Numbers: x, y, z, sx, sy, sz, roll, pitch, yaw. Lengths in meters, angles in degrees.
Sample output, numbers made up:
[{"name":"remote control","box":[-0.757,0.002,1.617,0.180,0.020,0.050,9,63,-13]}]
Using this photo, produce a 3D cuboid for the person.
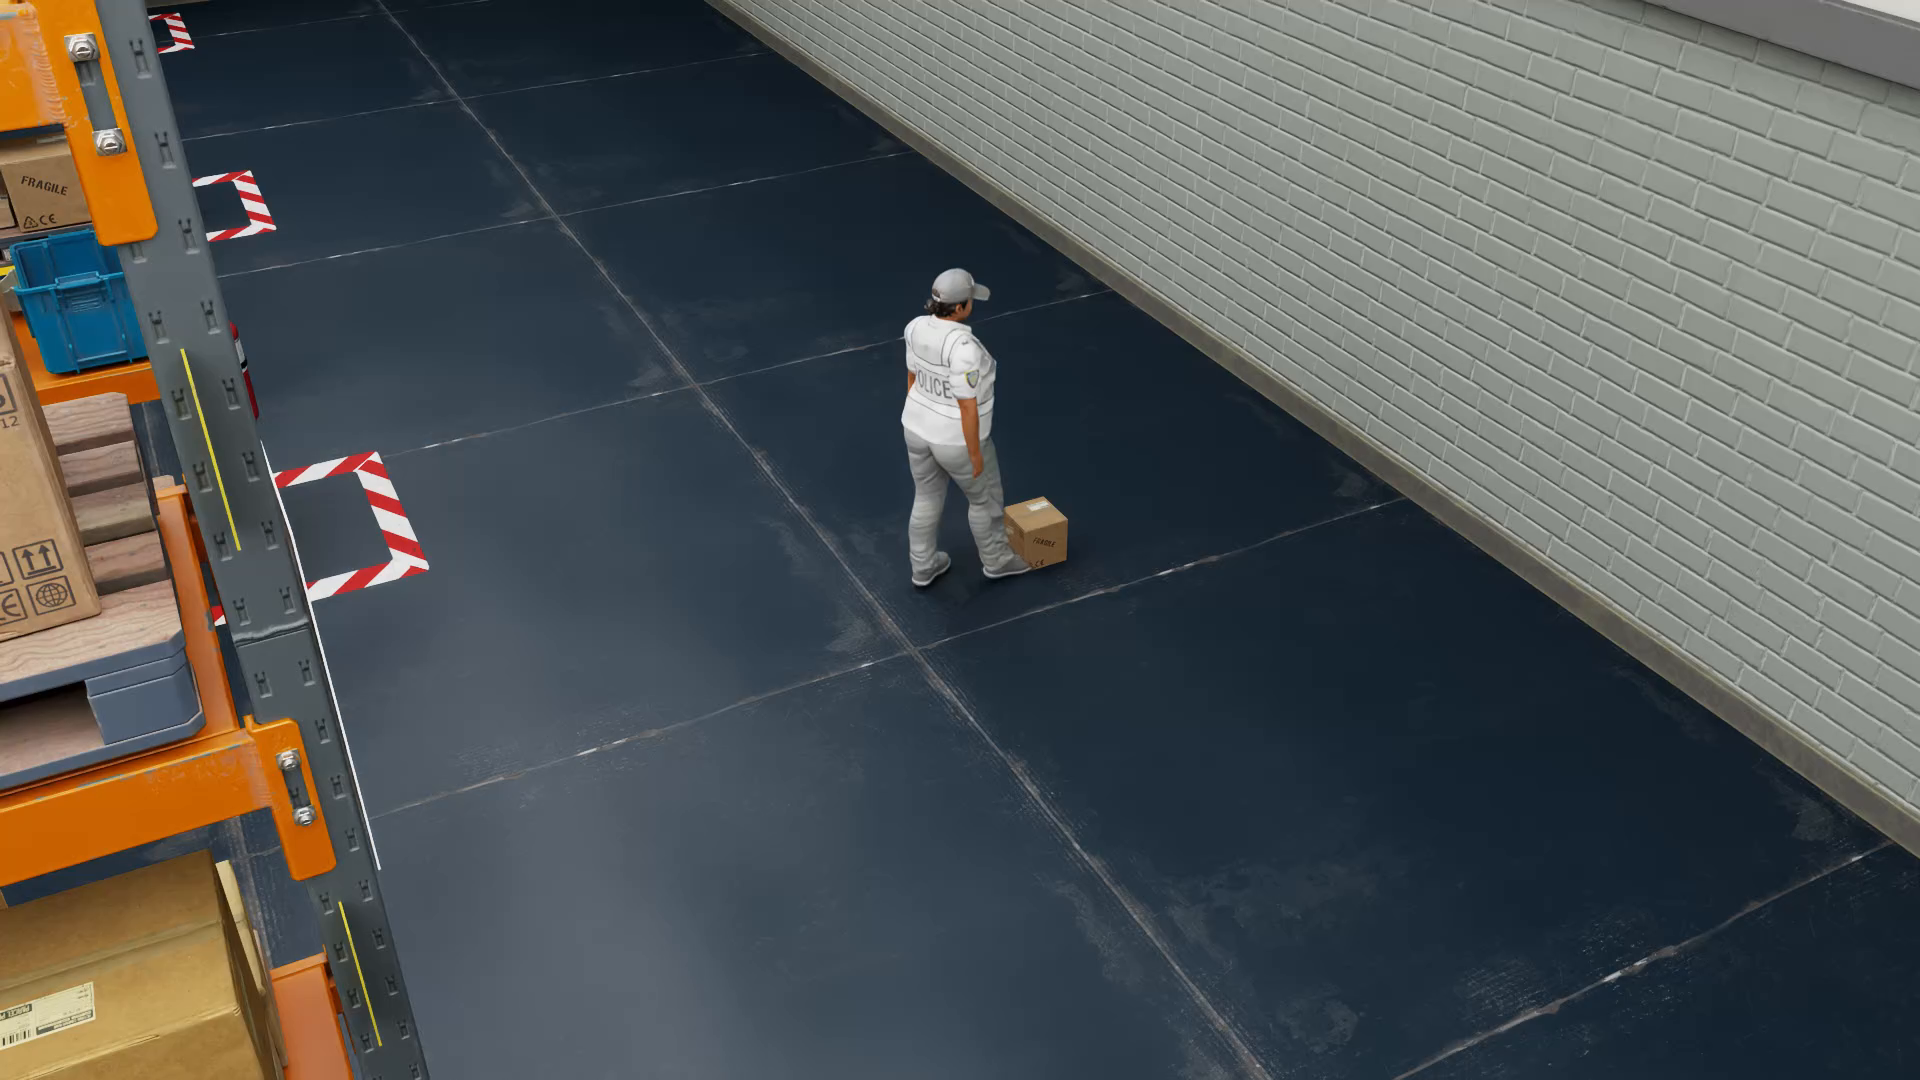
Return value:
[{"name":"person","box":[0.023,-0.549,7.959,0.509,1.657,0.597,29,43,36]}]
